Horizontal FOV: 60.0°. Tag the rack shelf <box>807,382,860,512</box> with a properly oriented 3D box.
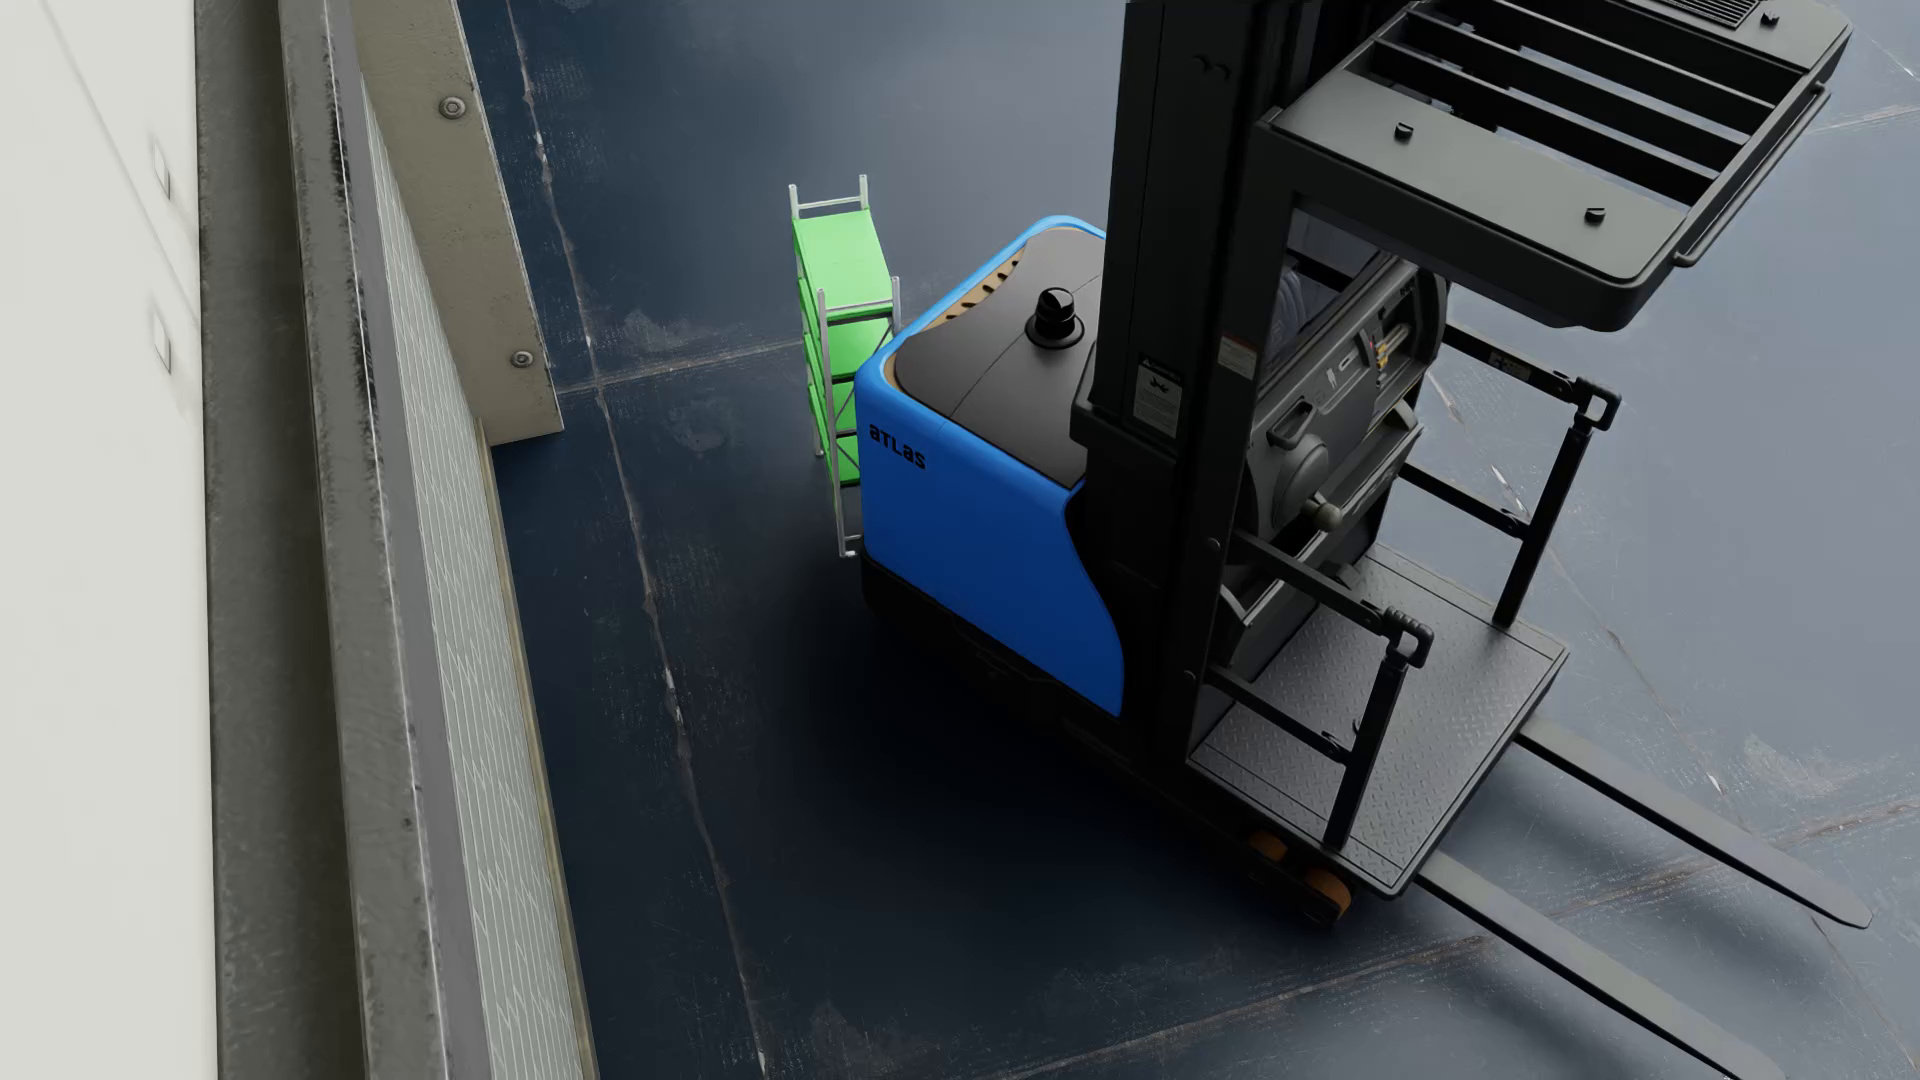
[{"bbox_3d":[-0.351,-0.340,5.649,0.258,0.148,0.480,-10,51,-8],"label":"rack shelf"}]

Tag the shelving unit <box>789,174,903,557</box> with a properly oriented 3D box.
[{"bbox_3d":[-0.351,-0.535,5.417,0.258,1.200,0.503,-10,51,-8],"label":"shelving unit"}]

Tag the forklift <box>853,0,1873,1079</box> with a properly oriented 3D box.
[{"bbox_3d":[1.138,-0.302,4.088,3.031,2.935,1.130,32,57,24],"label":"forklift"}]

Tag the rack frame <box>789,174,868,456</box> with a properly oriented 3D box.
[{"bbox_3d":[-0.406,-0.717,5.570,0.240,1.200,0.015,-10,51,-8],"label":"rack frame"}]

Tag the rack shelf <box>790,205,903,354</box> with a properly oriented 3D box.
[{"bbox_3d":[-0.351,-0.804,5.098,0.258,0.148,0.480,-10,51,-8],"label":"rack shelf"}]

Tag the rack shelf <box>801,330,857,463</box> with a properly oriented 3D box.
[{"bbox_3d":[-0.351,-0.494,5.465,0.258,0.148,0.480,-10,51,-8],"label":"rack shelf"}]

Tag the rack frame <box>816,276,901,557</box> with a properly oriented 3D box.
[{"bbox_3d":[-0.295,-0.354,5.263,0.240,1.200,0.015,-10,51,-8],"label":"rack frame"}]

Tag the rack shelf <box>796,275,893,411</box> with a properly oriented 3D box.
[{"bbox_3d":[-0.351,-0.649,5.282,0.258,0.148,0.480,-10,51,-8],"label":"rack shelf"}]

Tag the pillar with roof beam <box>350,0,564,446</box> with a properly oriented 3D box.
[{"bbox_3d":[2.458,-4.386,3.562,9.100,9.000,0.400,-13,51,-11],"label":"pillar with roof beam"}]
